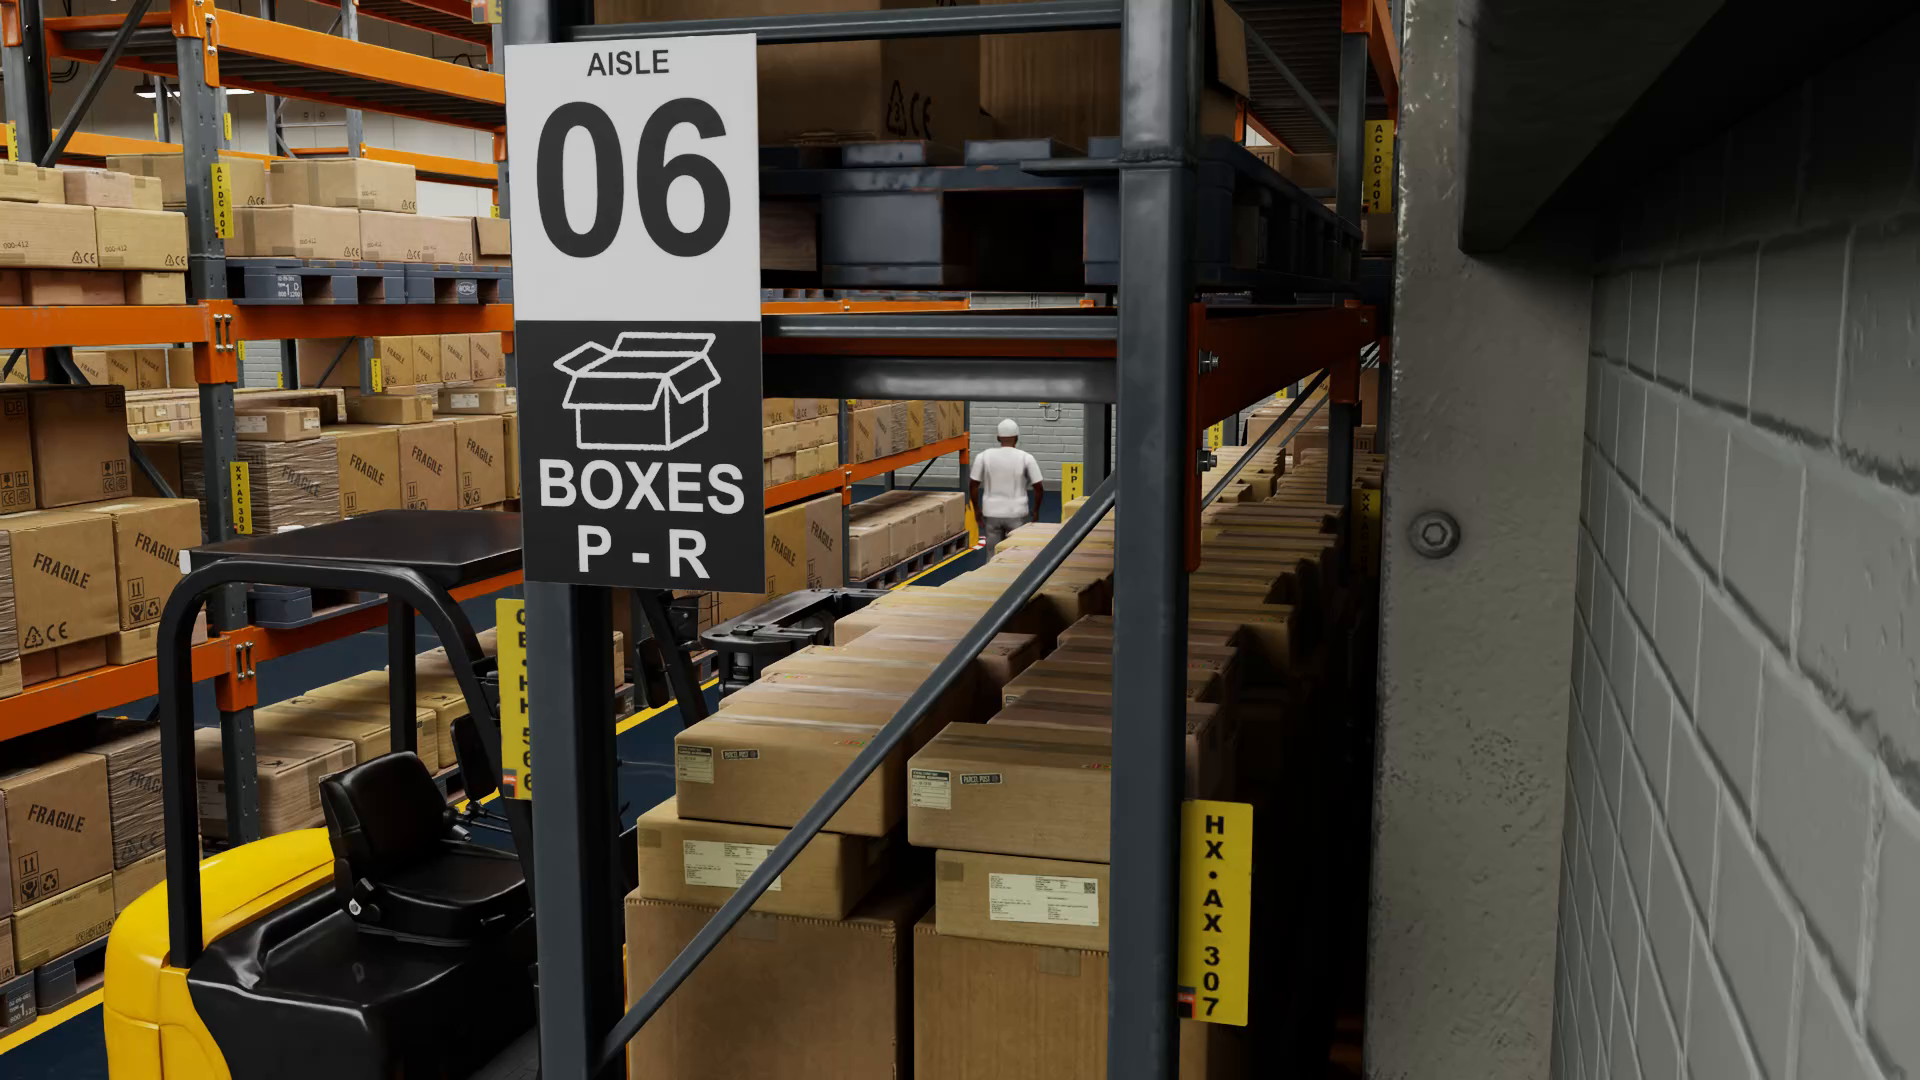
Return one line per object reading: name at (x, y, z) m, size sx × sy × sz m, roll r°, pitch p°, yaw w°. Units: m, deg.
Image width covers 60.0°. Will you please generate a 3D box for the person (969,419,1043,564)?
person at (0.429, -0.209, 15.034) m, size 0.670 × 1.755 × 0.453 m, roll 2°, pitch 9°, yaw 16°
